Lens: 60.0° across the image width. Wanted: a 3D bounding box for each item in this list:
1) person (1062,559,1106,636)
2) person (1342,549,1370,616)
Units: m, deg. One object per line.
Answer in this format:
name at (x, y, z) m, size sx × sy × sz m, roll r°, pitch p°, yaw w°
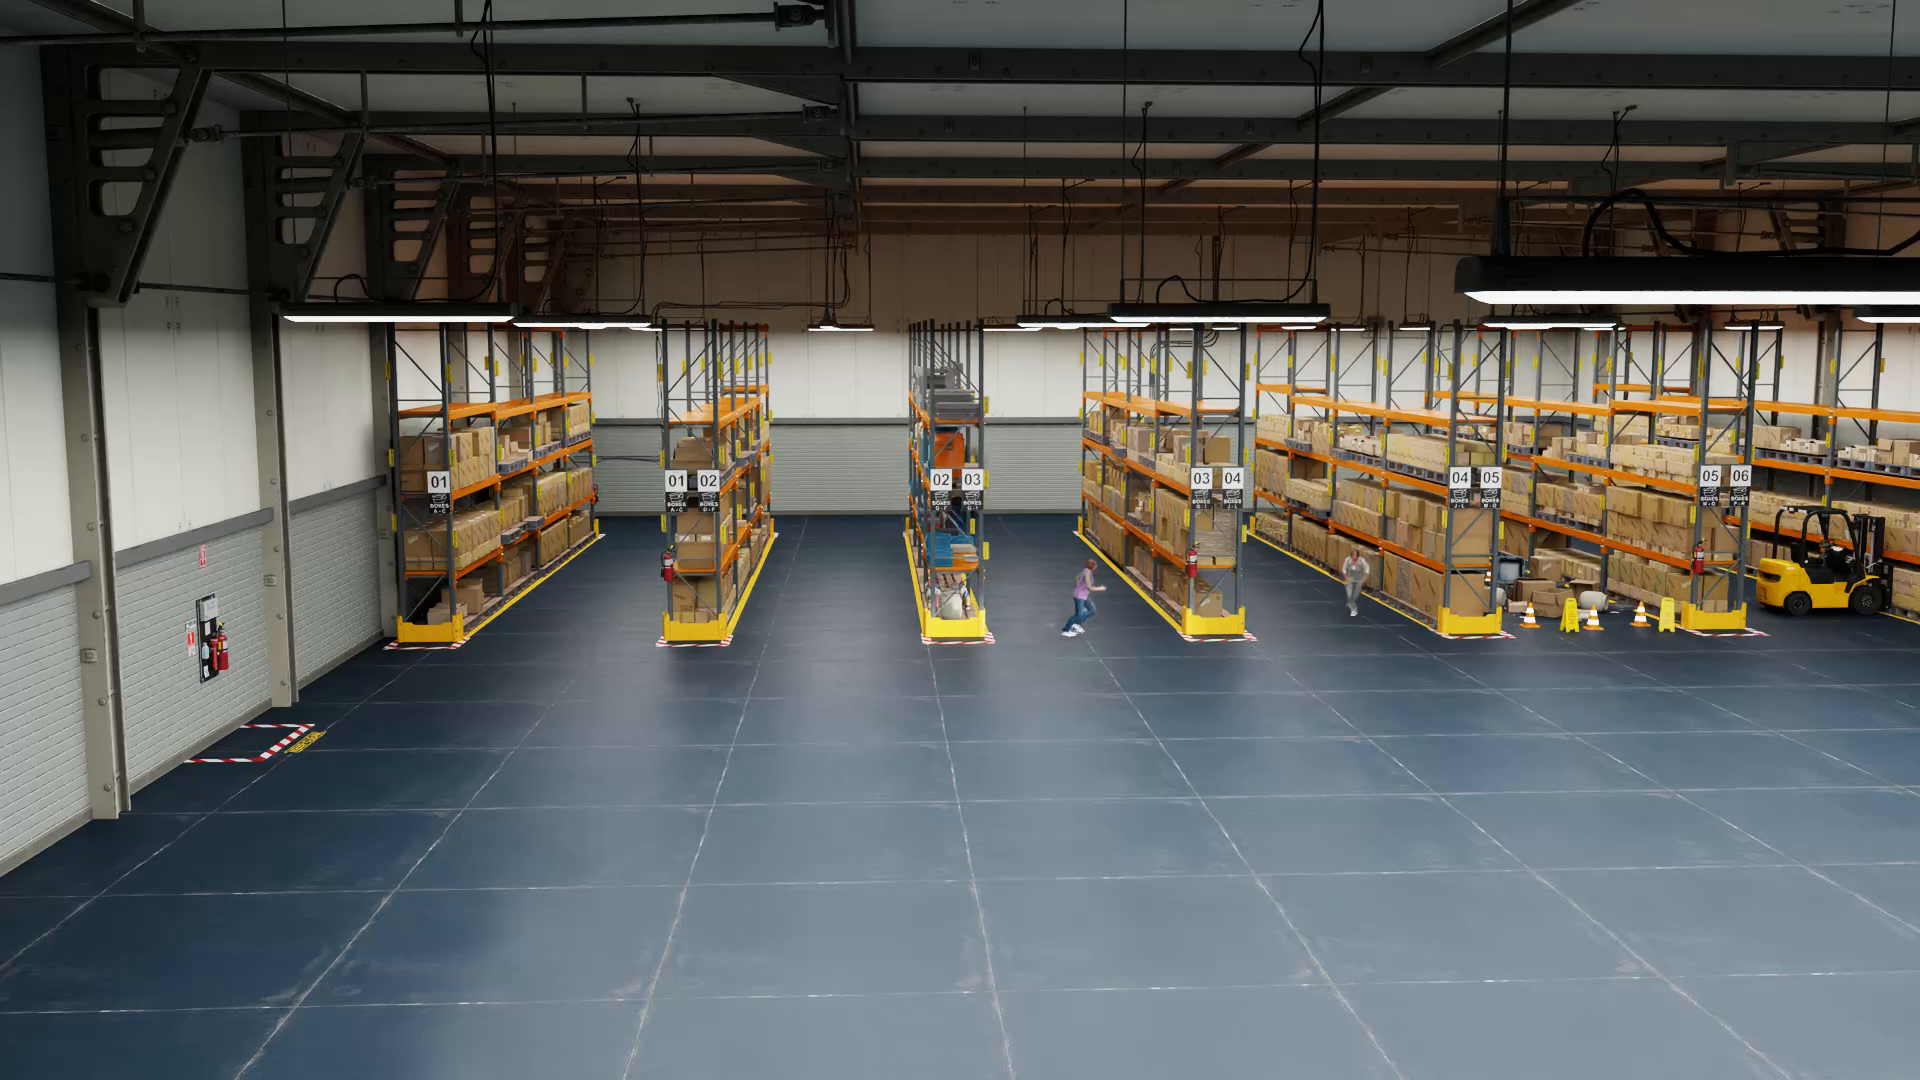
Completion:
person at (2.352, 1.086, 31.546) m, size 0.834 × 1.498 × 0.526 m, roll 2°, pitch 7°, yaw 13°
person at (8.061, 0.846, 33.885) m, size 0.552 × 1.419 × 0.853 m, roll 2°, pitch 7°, yaw 12°
